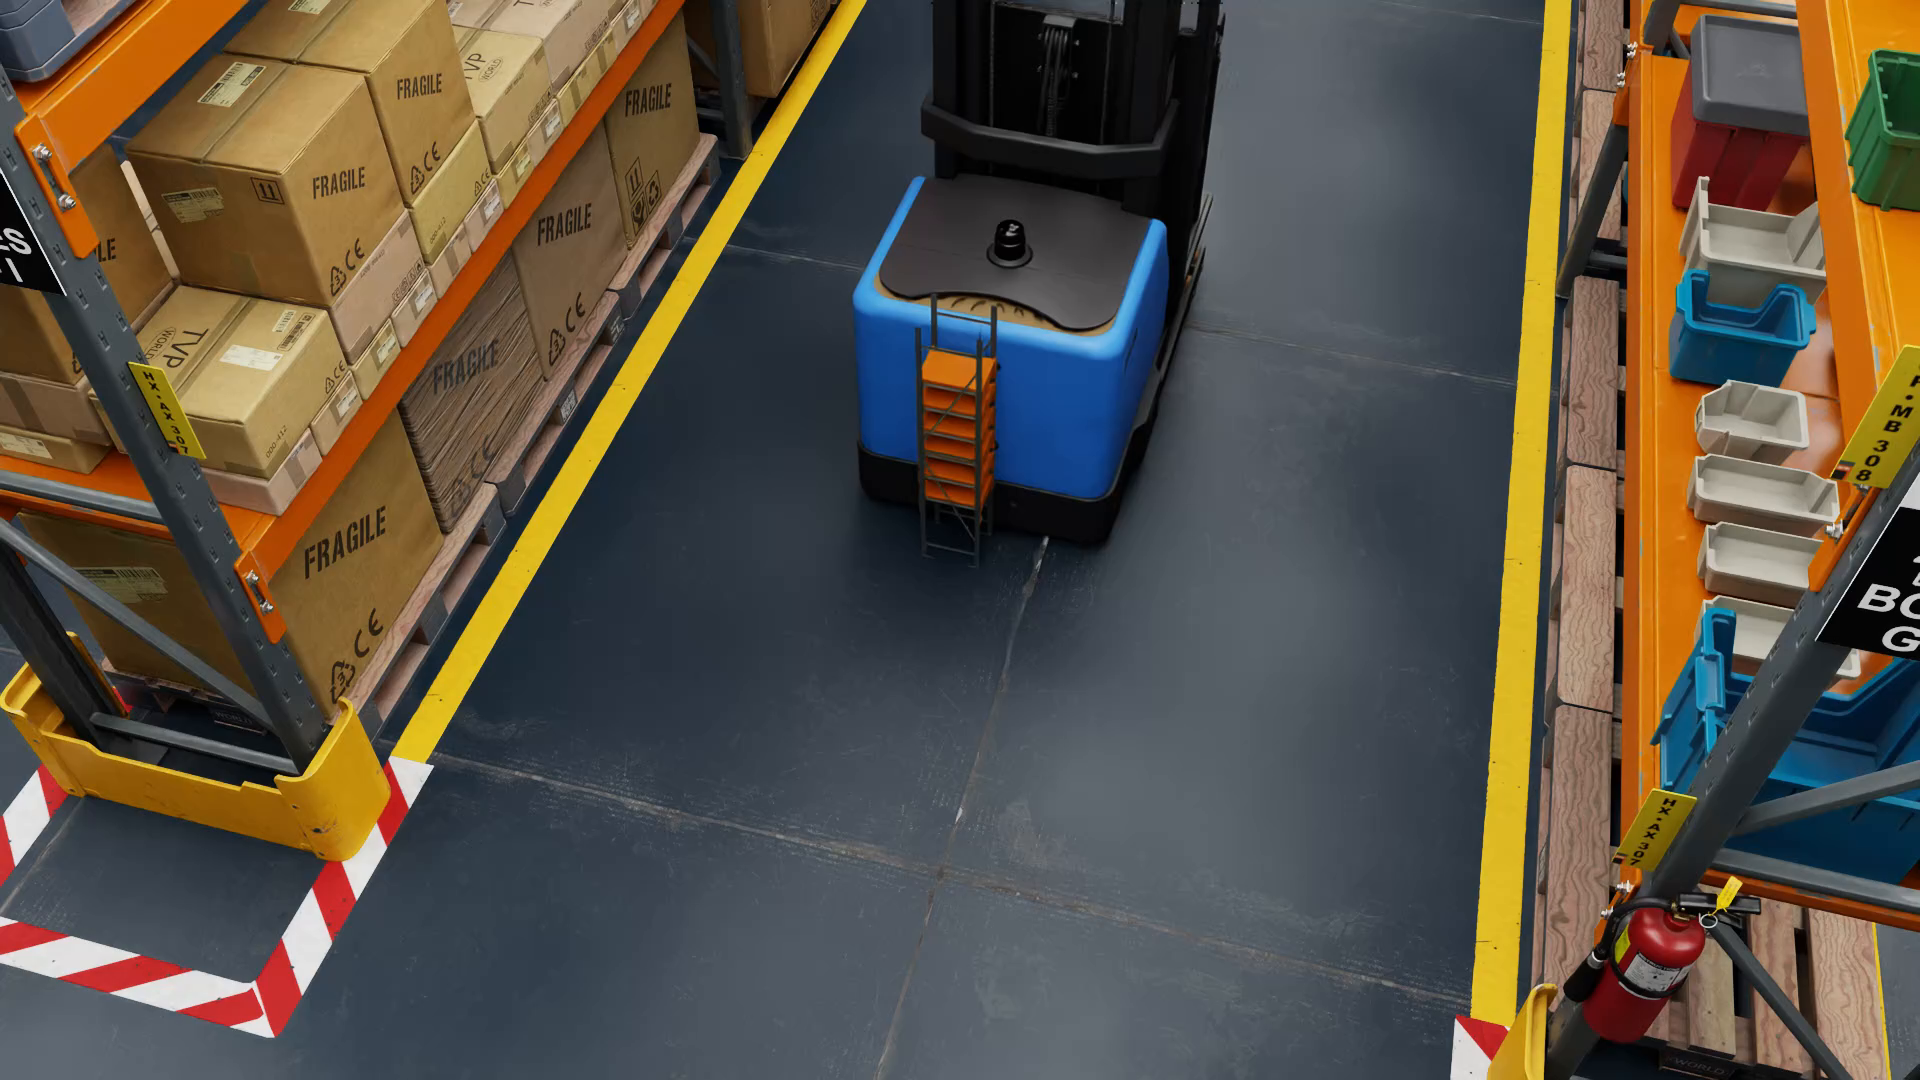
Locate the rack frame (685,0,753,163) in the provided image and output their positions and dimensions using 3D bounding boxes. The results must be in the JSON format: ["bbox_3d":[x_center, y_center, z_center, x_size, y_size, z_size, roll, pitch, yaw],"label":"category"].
[{"bbox_3d":[-1.545,-3.028,7.341,1.000,3.000,0.127,12,50,10],"label":"rack frame"}]

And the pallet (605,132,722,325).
[{"bbox_3d":[-1.820,-1.571,7.914,1.003,0.211,1.213,12,50,10],"label":"pallet"}]

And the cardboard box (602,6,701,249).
[{"bbox_3d":[-1.796,-2.002,7.573,0.875,0.875,0.875,12,50,10],"label":"cardboard box"}]

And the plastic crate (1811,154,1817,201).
[{"bbox_3d":[3.198,-1.117,5.797,0.437,0.125,0.590,12,50,10],"label":"plastic crate"}]

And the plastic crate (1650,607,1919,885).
[{"bbox_3d":[2.089,0.532,4.135,0.616,0.435,0.499,12,50,10],"label":"plastic crate"}]

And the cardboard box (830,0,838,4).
[{"bbox_3d":[-1.161,-3.577,8.963,1.225,0.875,0.875,10,49,9],"label":"cardboard box"}]

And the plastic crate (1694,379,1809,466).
[{"bbox_3d":[2.421,-0.346,5.110,0.298,0.136,0.250,12,50,10],"label":"plastic crate"}]

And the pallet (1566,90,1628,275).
[{"bbox_3d":[3.477,-1.678,8.009,1.003,0.211,1.213,12,50,10],"label":"pallet"}]

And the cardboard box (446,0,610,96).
[{"bbox_3d":[-1.676,-1.962,6.301,0.500,0.250,0.500,12,50,11],"label":"cardboard box"}]

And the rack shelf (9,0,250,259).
[{"bbox_3d":[-2.071,-2.336,5.209,1.077,0.370,4.000,12,50,10],"label":"rack shelf"}]

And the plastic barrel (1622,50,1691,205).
[{"bbox_3d":[3.393,-1.885,7.452,0.600,0.901,0.708,12,50,10],"label":"plastic barrel"}]

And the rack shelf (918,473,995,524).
[{"bbox_3d":[-0.012,-0.186,6.412,0.258,0.103,0.180,13,50,11],"label":"rack shelf"}]

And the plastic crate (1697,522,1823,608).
[{"bbox_3d":[2.311,0.078,4.736,0.396,0.136,0.243,12,50,10],"label":"plastic crate"}]

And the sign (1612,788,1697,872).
[{"bbox_3d":[1.646,0.692,3.949,0.100,0.325,0.005,12,50,10],"label":"sign"}]

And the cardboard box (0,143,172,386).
[{"bbox_3d":[-2.723,-0.836,4.808,0.500,0.500,0.500,12,50,10],"label":"cardboard box"}]

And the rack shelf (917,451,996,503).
[{"bbox_3d":[-0.012,-0.265,6.322,0.258,0.103,0.180,13,50,11],"label":"rack shelf"}]

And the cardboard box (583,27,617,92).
[{"bbox_3d":[-1.579,-1.915,6.526,0.380,0.149,0.250,12,50,11],"label":"cardboard box"}]

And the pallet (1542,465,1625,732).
[{"bbox_3d":[2.758,0.297,6.266,1.003,0.211,1.213,12,50,10],"label":"pallet"}]

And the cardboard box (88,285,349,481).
[{"bbox_3d":[-2.211,-0.478,4.991,0.500,0.250,0.500,10,49,9],"label":"cardboard box"}]

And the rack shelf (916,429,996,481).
[{"bbox_3d":[-0.012,-0.344,6.232,0.258,0.103,0.180,13,50,11],"label":"rack shelf"}]

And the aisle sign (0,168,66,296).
[{"bbox_3d":[-2.327,-0.884,3.714,0.394,0.787,0.004,12,50,10],"label":"aisle sign"}]

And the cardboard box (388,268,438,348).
[{"bbox_3d":[-1.985,-0.803,5.545,0.380,0.149,0.250,11,49,9],"label":"cardboard box"}]

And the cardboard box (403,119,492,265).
[{"bbox_3d":[-1.945,-1.218,5.644,0.500,0.250,0.500,10,49,9],"label":"cardboard box"}]

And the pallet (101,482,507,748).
[{"bbox_3d":[-2.463,0.194,6.357,1.003,0.211,1.213,12,50,10],"label":"pallet"}]

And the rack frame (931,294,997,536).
[{"bbox_3d":[0.014,-0.439,6.256,0.240,1.200,0.006,13,50,11],"label":"rack frame"}]

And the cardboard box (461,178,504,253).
[{"bbox_3d":[-1.850,-1.174,5.872,0.380,0.149,0.250,11,50,10],"label":"cardboard box"}]

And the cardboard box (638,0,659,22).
[{"bbox_3d":[-1.444,-2.288,6.855,0.380,0.149,0.250,11,49,9],"label":"cardboard box"}]

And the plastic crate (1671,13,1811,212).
[{"bbox_3d":[2.757,-1.495,5.905,0.402,0.464,0.583,12,50,10],"label":"plastic crate"}]

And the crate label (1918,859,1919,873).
[{"bbox_3d":[2.563,0.764,4.065,0.416,0.233,0.303,12,50,10],"label":"crate label"}]

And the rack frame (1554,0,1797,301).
[{"bbox_3d":[3.234,-2.051,6.478,1.000,3.000,0.127,12,50,10],"label":"rack frame"}]

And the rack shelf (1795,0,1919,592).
[{"bbox_3d":[2.707,-1.359,4.346,1.077,0.370,4.000,12,50,10],"label":"rack shelf"}]

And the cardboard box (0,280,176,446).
[{"bbox_3d":[-2.726,-0.587,5.088,0.500,0.250,0.500,11,49,9],"label":"cardboard box"}]

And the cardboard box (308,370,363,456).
[{"bbox_3d":[-2.120,-0.429,5.215,0.380,0.149,0.250,11,49,9],"label":"cardboard box"}]

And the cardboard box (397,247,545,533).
[{"bbox_3d":[-2.267,-0.708,6.430,0.875,0.875,0.875,12,50,10],"label":"cardboard box"}]

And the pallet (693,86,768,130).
[{"bbox_3d":[-1.414,-2.678,8.892,1.003,0.211,1.213,12,50,10],"label":"pallet"}]

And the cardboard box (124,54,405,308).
[{"bbox_3d":[-2.079,-1.087,5.029,0.500,0.500,0.500,10,49,9],"label":"cardboard box"}]

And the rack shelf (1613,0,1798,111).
[{"bbox_3d":[3.760,-3.259,8.025,1.077,0.370,4.000,12,50,10],"label":"rack shelf"}]

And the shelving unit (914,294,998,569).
[{"bbox_3d":[-0.012,-0.374,6.198,0.258,1.200,0.189,13,50,11],"label":"shelving unit"}]

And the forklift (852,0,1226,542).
[{"bbox_3d":[0.502,-2.093,6.561,1.130,2.935,3.031,13,50,11],"label":"forklift"}]

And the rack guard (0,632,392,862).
[{"bbox_3d":[-2.604,0.710,5.709,1.175,0.500,0.348,12,50,10],"label":"rack guard"}]

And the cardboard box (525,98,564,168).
[{"bbox_3d":[-1.715,-1.546,6.200,0.380,0.149,0.250,12,50,11],"label":"cardboard box"}]
